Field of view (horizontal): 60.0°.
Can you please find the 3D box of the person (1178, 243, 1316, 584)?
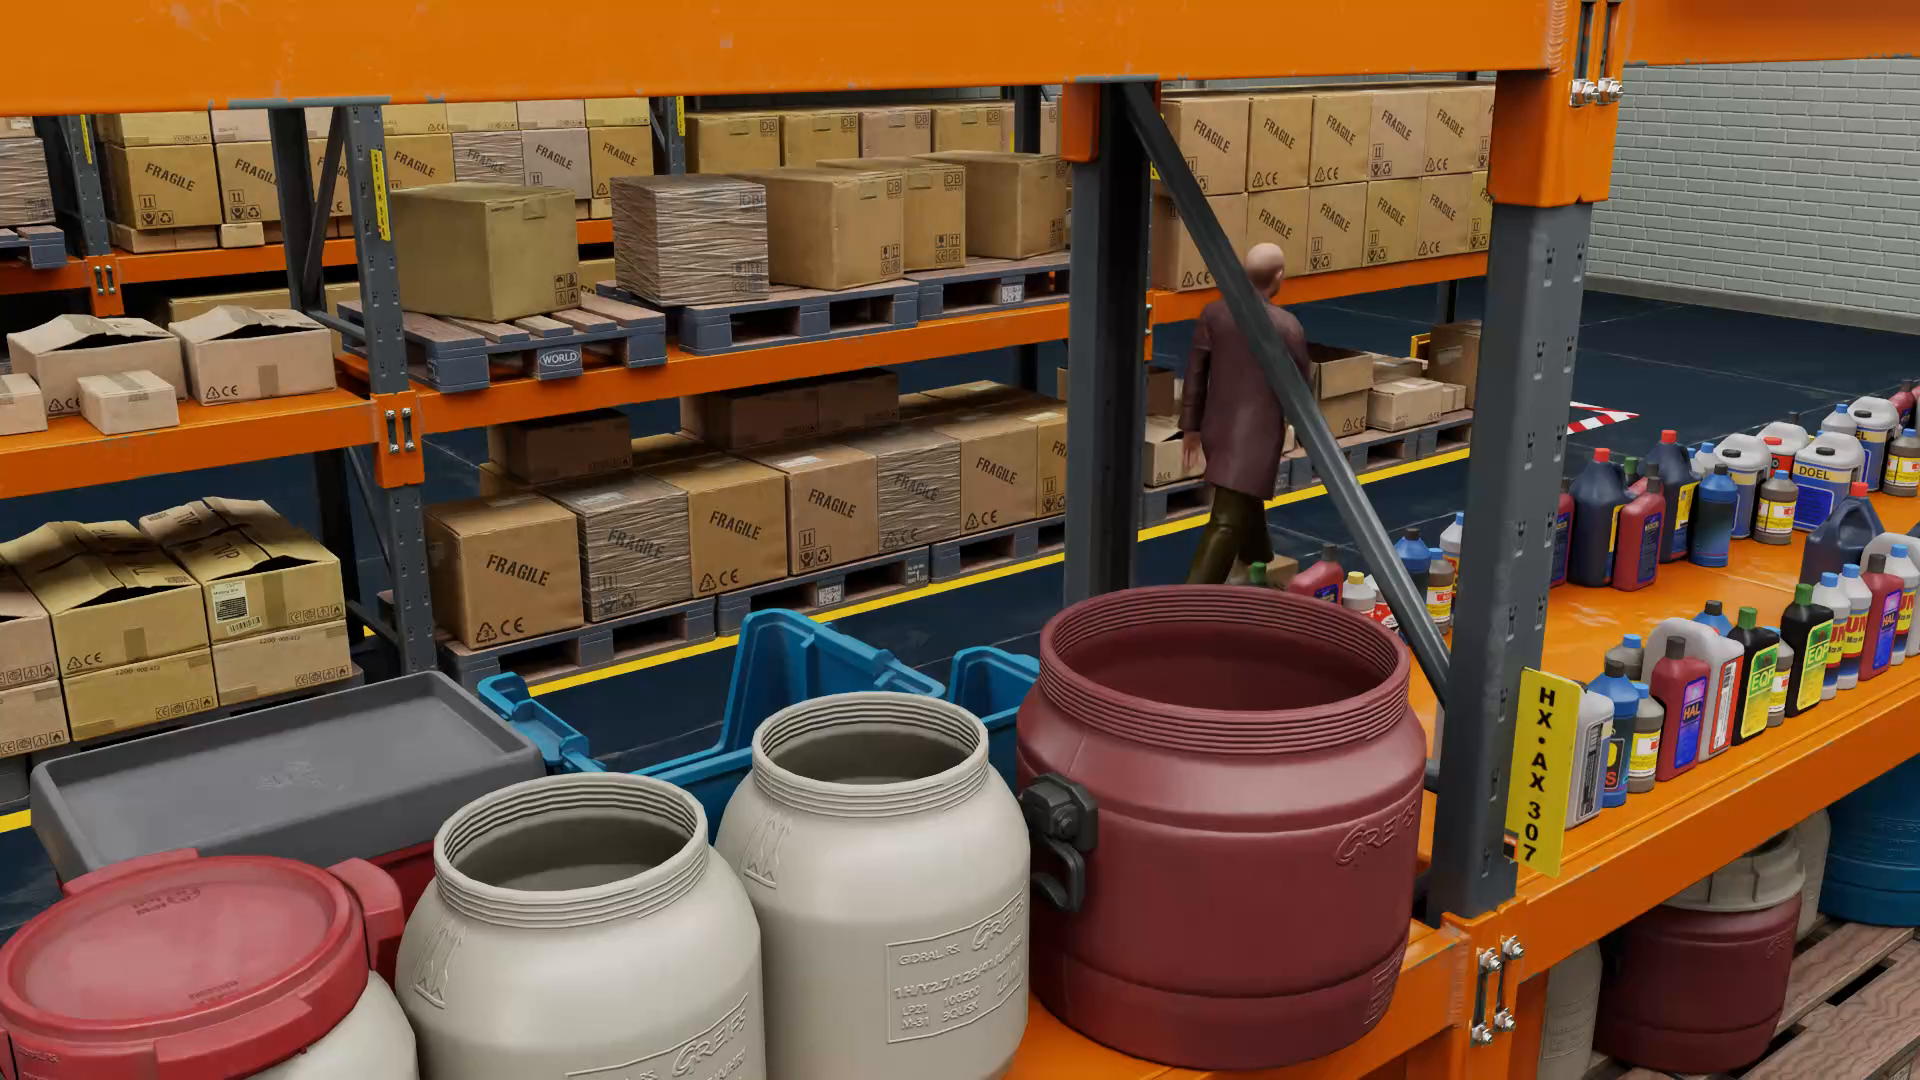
[{"bbox_3d":[1.313,-0.445,7.532,0.984,1.786,0.604,-13,21,-35],"label":"person"}]
